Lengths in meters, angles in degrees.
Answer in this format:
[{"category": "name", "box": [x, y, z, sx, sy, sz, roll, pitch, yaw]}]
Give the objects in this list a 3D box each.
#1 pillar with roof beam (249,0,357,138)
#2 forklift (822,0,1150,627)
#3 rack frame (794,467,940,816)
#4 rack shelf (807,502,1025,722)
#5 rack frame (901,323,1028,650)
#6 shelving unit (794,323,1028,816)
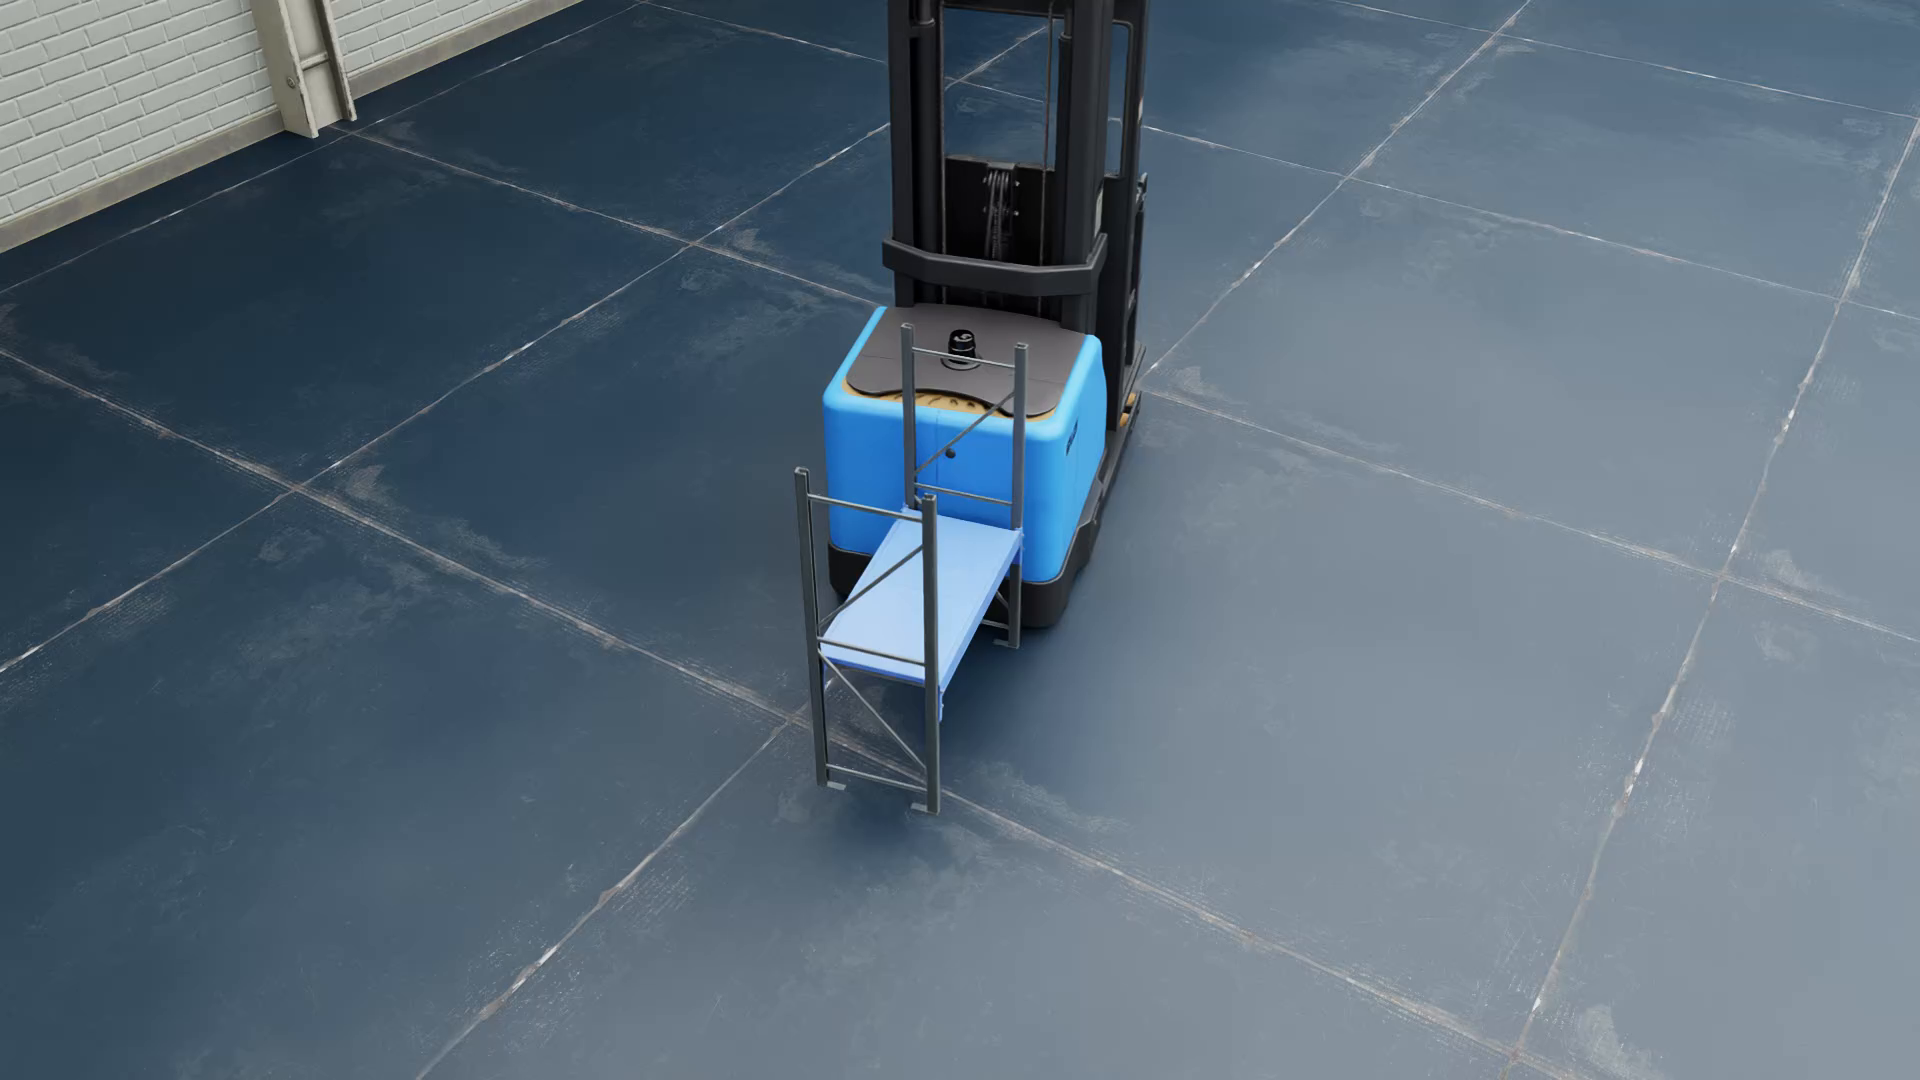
[{"category": "pillar with roof beam", "box": [-0.783, -5.032, 6.908, 9.100, 9.000, 0.400, 21, 42, 25]}, {"category": "forklift", "box": [0.301, -1.689, 7.540, 1.130, 2.935, 3.031, 9, 39, 12]}, {"category": "rack frame", "box": [-0.317, 0.407, 5.994, 0.500, 1.500, 0.032, 12, 39, 15]}, {"category": "rack shelf", "box": [-0.151, 0.256, 6.484, 0.538, 0.185, 1.000, 12, 39, 15]}, {"category": "rack frame", "box": [0.015, -0.180, 6.755, 0.500, 1.500, 0.032, 12, 39, 15]}, {"category": "shelving unit", "box": [-0.151, 0.113, 6.375, 0.538, 1.500, 1.048, 12, 39, 15]}]
